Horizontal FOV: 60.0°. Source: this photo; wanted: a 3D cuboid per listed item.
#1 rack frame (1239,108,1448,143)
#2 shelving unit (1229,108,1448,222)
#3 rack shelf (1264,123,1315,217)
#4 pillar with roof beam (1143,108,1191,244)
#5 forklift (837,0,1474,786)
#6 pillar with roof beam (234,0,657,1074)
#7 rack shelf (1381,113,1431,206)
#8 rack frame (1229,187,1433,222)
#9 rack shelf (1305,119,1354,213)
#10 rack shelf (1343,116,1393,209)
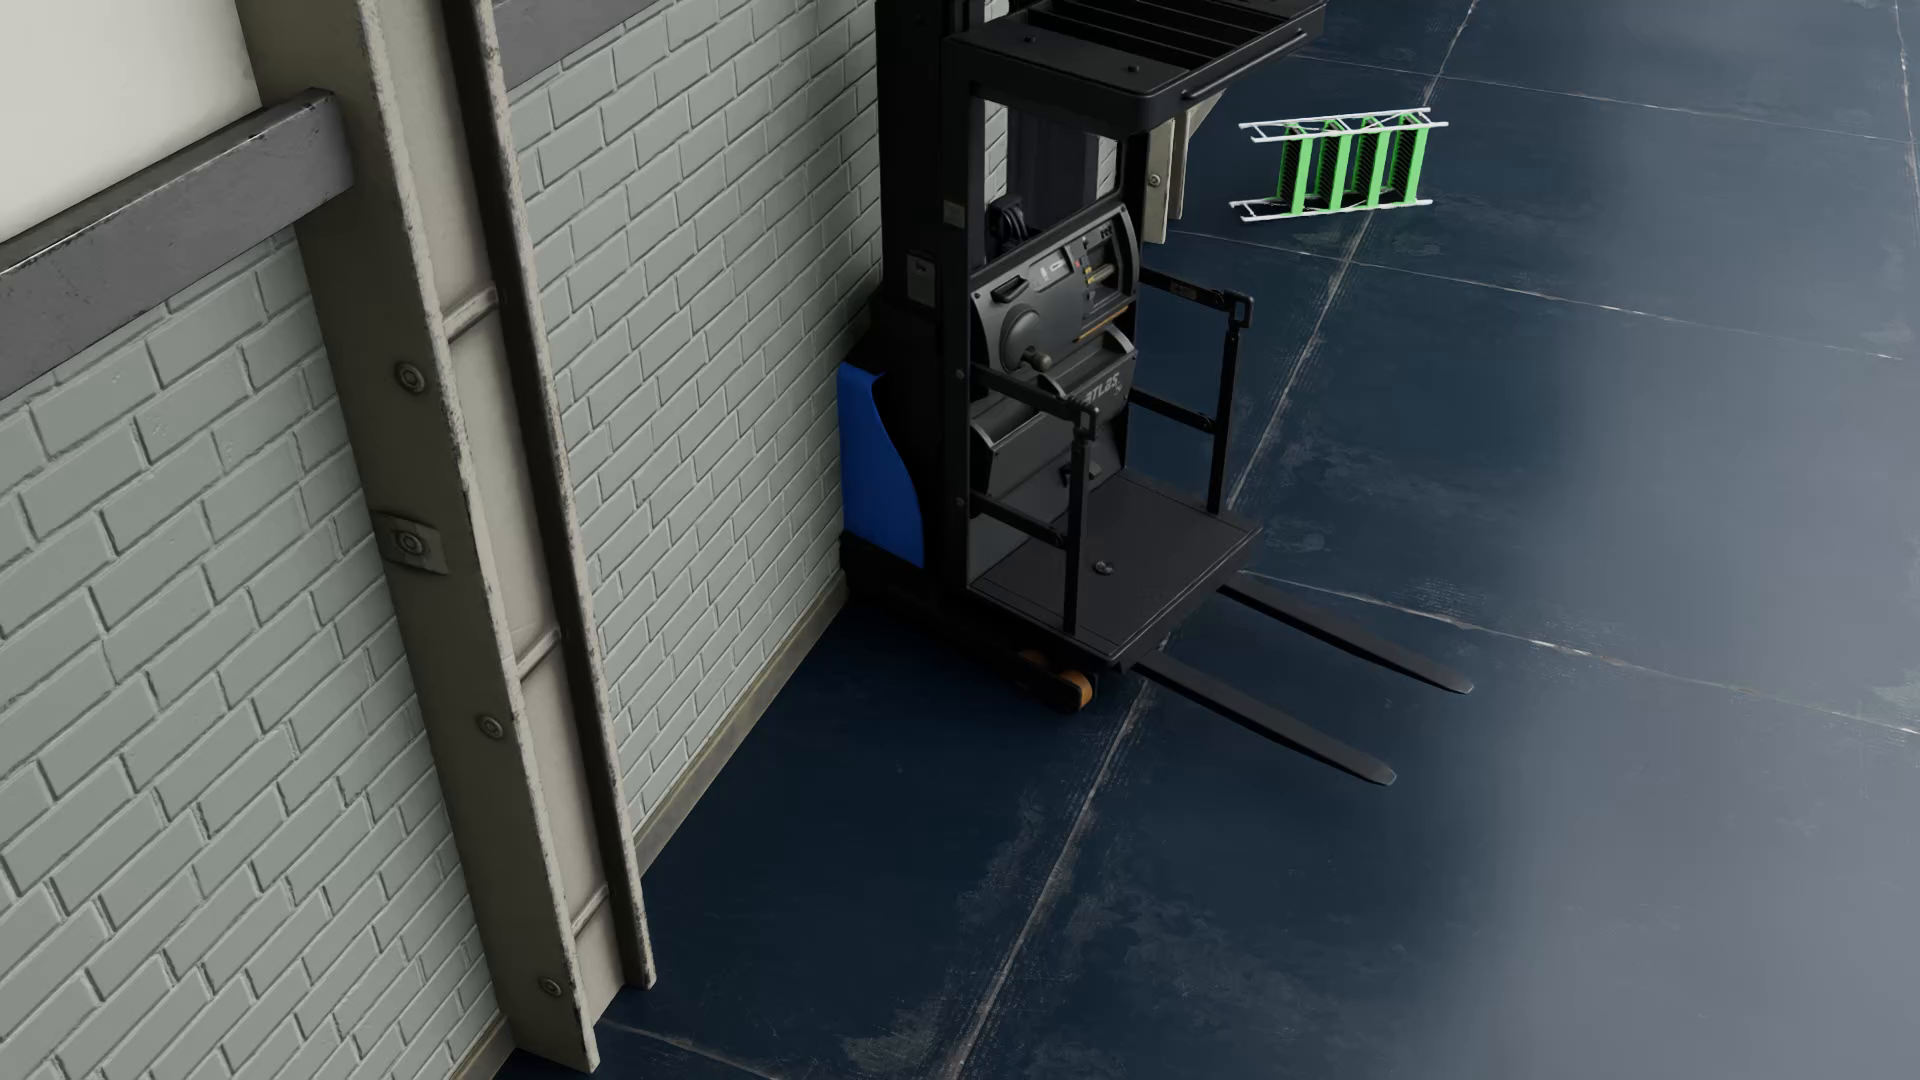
[{"bbox_3d":[2.220,-2.403,9.620,1.200,0.015,0.240,-8,37,-12],"label":"rack frame"},{"bbox_3d":[2.217,-2.207,9.766,1.200,0.503,0.258,-8,37,-12],"label":"shelving unit"},{"bbox_3d":[1.921,-2.167,9.705,0.148,0.480,0.258,-8,37,-12],"label":"rack shelf"},{"bbox_3d":[5.072,-4.461,5.702,9.100,9.000,0.400,14,39,18],"label":"pillar with roof beam"},{"bbox_3d":[0.523,-0.876,5.973,3.031,2.935,1.130,26,44,31],"label":"forklift"},{"bbox_3d":[2.789,-1.139,1.257,9.100,9.000,0.400,14,39,18],"label":"pillar with roof beam"},{"bbox_3d":[2.621,-2.261,9.849,0.148,0.480,0.258,-8,37,-12],"label":"rack shelf"},{"bbox_3d":[2.213,-2.011,9.911,1.200,0.015,0.240,-8,37,-12],"label":"rack frame"},{"bbox_3d":[2.154,-2.198,9.753,0.148,0.480,0.258,-8,37,-12],"label":"rack shelf"},{"bbox_3d":[2.388,-2.229,9.801,0.148,0.480,0.258,-8,37,-12],"label":"rack shelf"}]
